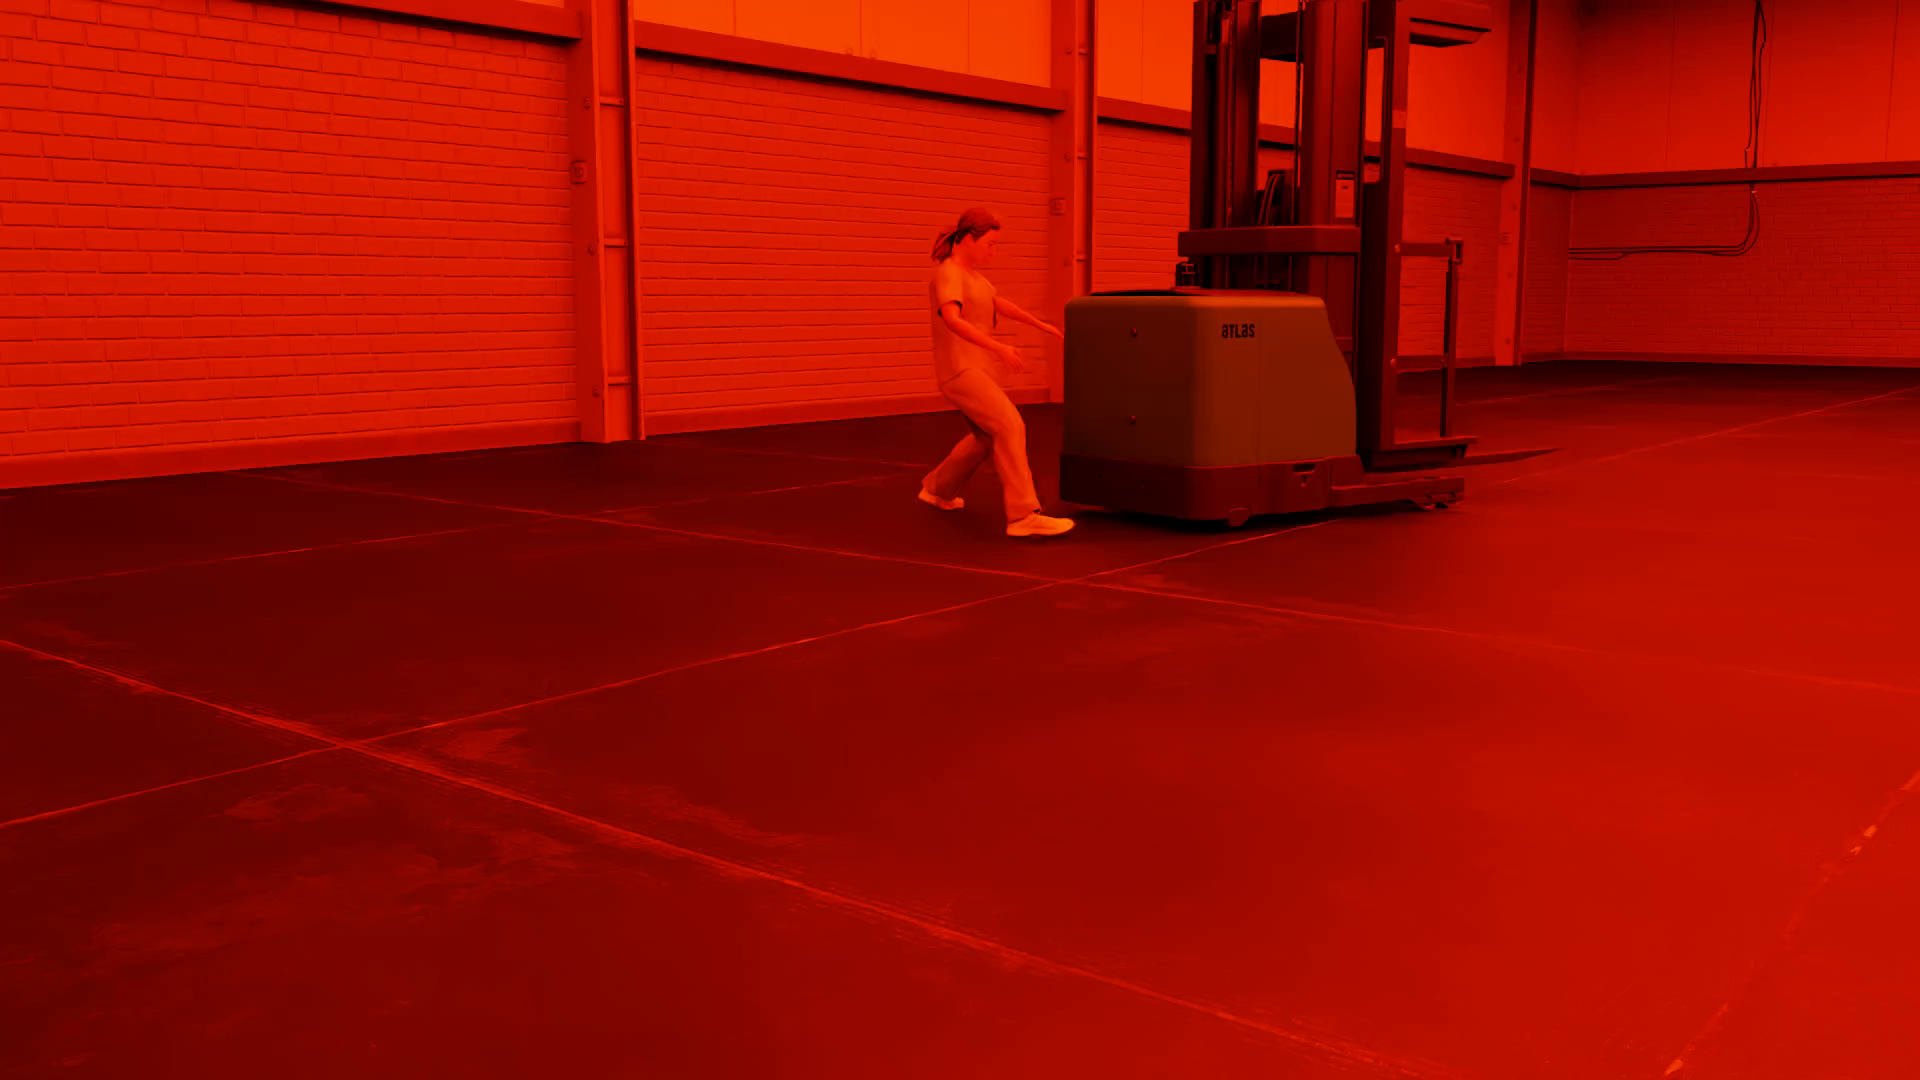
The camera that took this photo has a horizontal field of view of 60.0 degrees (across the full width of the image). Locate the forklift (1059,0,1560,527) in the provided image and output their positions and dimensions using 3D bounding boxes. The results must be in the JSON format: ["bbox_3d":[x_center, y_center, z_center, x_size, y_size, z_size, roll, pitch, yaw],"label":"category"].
[{"bbox_3d":[1.979,-1.654,8.583,3.031,2.935,1.130,-6,10,-36],"label":"forklift"}]

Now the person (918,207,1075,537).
[{"bbox_3d":[0.164,-0.811,7.874,0.961,1.503,1.099,2,9,16],"label":"person"}]
